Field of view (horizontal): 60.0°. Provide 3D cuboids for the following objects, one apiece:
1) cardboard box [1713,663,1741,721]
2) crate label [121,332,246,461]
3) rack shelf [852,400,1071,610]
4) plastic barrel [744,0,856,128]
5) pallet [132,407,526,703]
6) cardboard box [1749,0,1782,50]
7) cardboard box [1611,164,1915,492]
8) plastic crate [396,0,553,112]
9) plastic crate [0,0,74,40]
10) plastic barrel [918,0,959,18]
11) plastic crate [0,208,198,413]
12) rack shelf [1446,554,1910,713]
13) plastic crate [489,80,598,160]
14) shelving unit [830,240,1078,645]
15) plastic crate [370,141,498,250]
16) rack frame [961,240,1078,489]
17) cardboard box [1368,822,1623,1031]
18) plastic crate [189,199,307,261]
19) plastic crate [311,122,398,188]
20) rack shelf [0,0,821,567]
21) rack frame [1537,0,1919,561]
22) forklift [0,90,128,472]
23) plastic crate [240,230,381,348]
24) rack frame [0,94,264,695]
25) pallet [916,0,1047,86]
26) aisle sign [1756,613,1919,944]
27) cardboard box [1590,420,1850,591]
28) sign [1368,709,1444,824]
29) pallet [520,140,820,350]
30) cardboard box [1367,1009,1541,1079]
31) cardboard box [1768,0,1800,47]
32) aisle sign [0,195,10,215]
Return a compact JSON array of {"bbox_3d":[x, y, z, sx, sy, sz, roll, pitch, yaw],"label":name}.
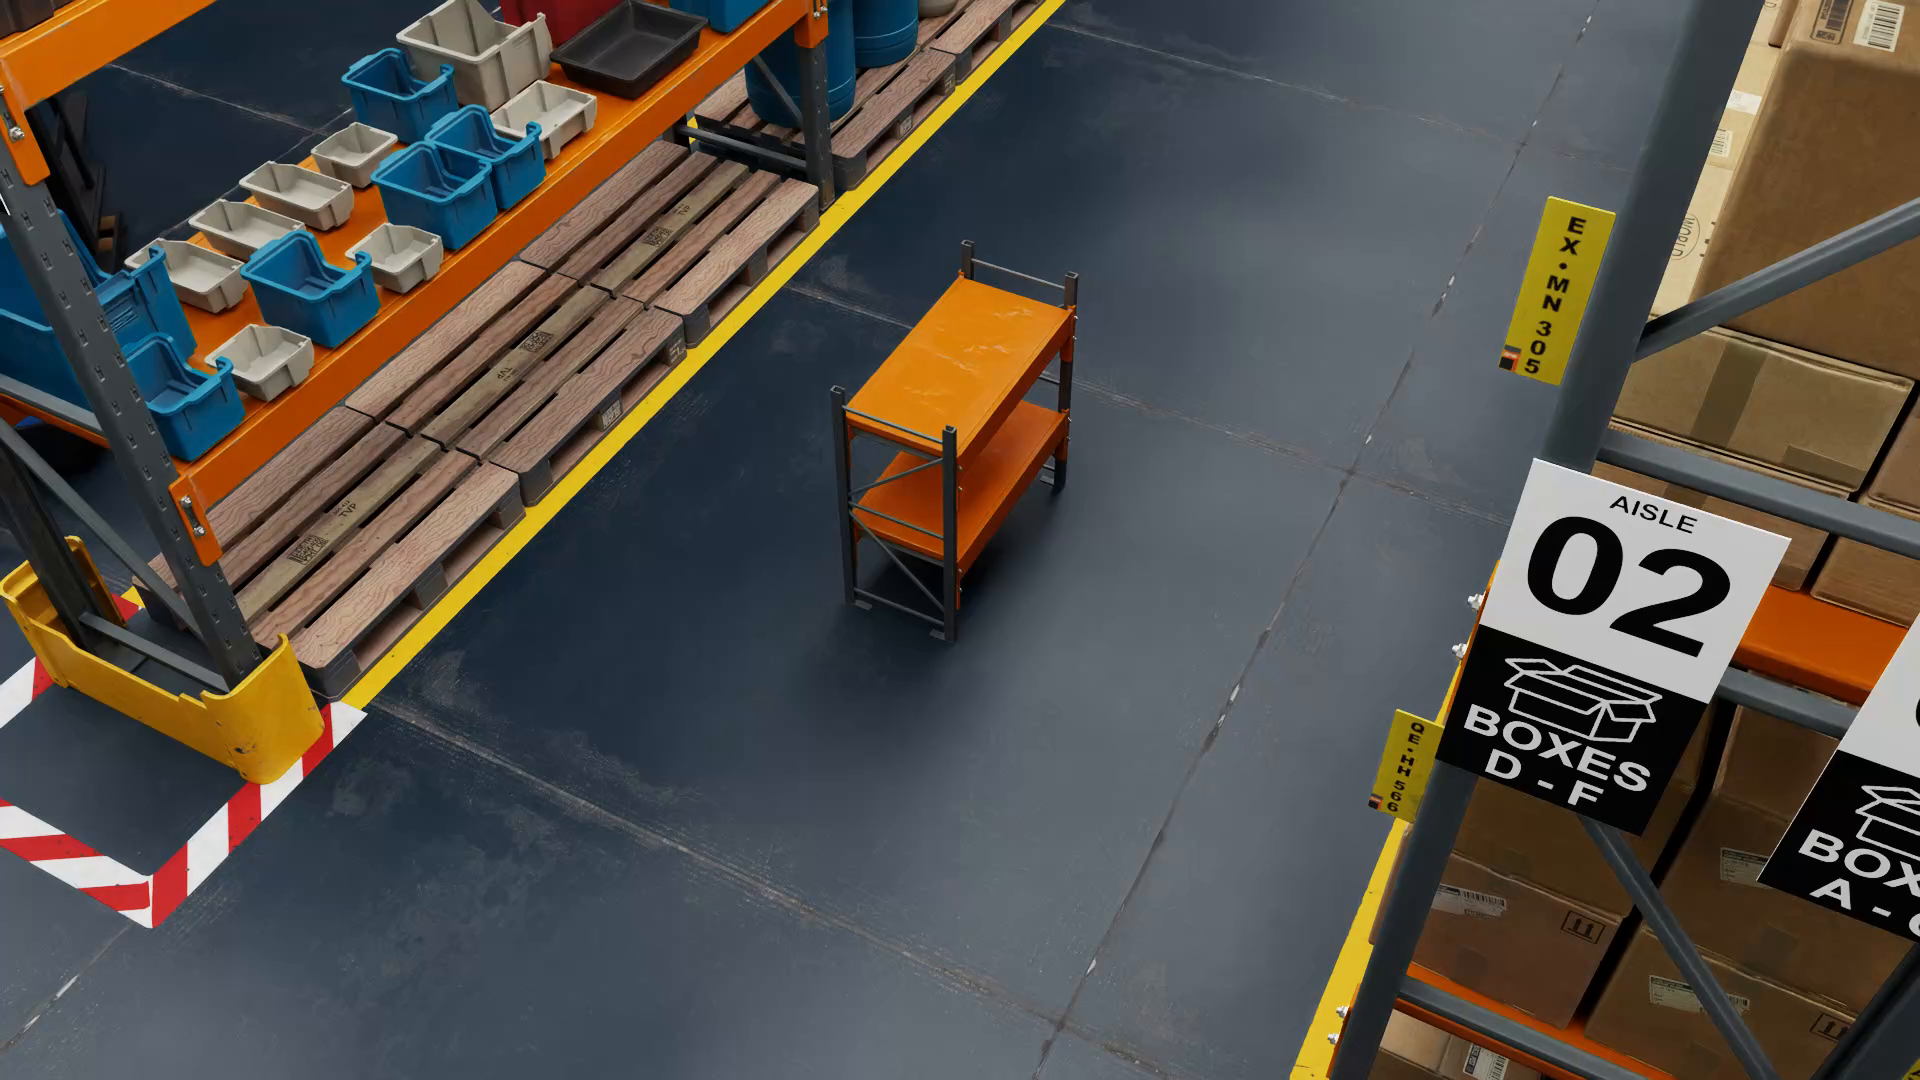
[{"bbox_3d":[2.074,0.272,3.878,0.500,0.500,0.500,21,49,19],"label":"cardboard box"},{"bbox_3d":[-2.581,-0.464,5.455,0.416,0.233,0.303,20,49,19],"label":"crate label"},{"bbox_3d":[-0.003,-0.219,6.800,0.538,0.278,1.000,20,49,19],"label":"rack shelf"},{"bbox_3d":[-0.863,-2.722,8.791,0.600,0.901,0.708,20,49,19],"label":"plastic barrel"},{"bbox_3d":[-2.570,0.019,6.863,1.003,0.211,1.213,20,49,19],"label":"pallet"},{"bbox_3d":[1.878,-1.031,3.585,0.500,0.250,0.500,20,49,19],"label":"cardboard box"},{"bbox_3d":[1.411,-0.402,2.963,0.500,0.250,0.500,20,49,19],"label":"cardboard box"},{"bbox_3d":[-2.002,-2.053,6.991,0.437,0.282,0.530,20,49,19],"label":"plastic crate"},{"bbox_3d":[-2.562,-1.614,4.499,0.497,0.269,0.590,20,49,19],"label":"plastic crate"},{"bbox_3d":[-0.193,-3.357,9.693,0.421,0.512,0.421,0,45,0],"label":"plastic barrel"},{"bbox_3d":[-2.997,-0.761,5.606,0.616,0.435,0.499,20,49,19],"label":"plastic crate"},{"bbox_3d":[2.327,-0.878,4.186,1.077,0.370,4.000,20,49,19],"label":"rack shelf"},{"bbox_3d":[-1.672,-1.707,6.751,0.293,0.136,0.466,20,49,19],"label":"plastic crate"},{"bbox_3d":[-0.003,-0.391,6.626,0.538,1.125,1.048,20,49,19],"label":"shelving unit"},{"bbox_3d":[-1.970,-1.293,6.274,0.416,0.233,0.300,20,49,19],"label":"plastic crate"},{"bbox_3d":[0.233,-0.711,6.942,0.500,1.125,0.032,20,49,19],"label":"rack frame"},{"bbox_3d":[1.365,0.776,4.084,0.500,0.500,0.500,22,49,20],"label":"cardboard box"},{"bbox_3d":[-2.622,-1.134,6.185,0.396,0.136,0.243,20,49,19],"label":"plastic crate"},{"bbox_3d":[-2.393,-1.510,6.557,0.298,0.136,0.250,20,49,19],"label":"plastic crate"},{"bbox_3d":[-2.059,-1.462,6.871,1.077,0.370,4.000,20,49,19],"label":"rack shelf"},{"bbox_3d":[1.398,-0.926,1.618,1.000,3.000,0.127,20,49,19],"label":"rack frame"},{"bbox_3d":[-4.713,-2.254,7.197,1.130,2.935,3.031,-12,47,-12],"label":"forklift"},{"bbox_3d":[-2.275,-0.878,5.865,0.416,0.233,0.300,20,49,19],"label":"plastic crate"},{"bbox_3d":[-2.987,-0.455,5.370,1.000,3.000,0.127,20,49,19],"label":"rack frame"},{"bbox_3d":[-0.170,-3.238,10.082,1.003,0.211,1.213,20,49,19],"label":"pallet"},{"bbox_3d":[1.627,0.409,2.689,0.394,0.787,0.004,20,49,19],"label":"aisle sign"},{"bbox_3d":[1.403,-0.229,3.144,0.500,0.250,0.500,20,49,19],"label":"cardboard box"},{"bbox_3d":[0.916,0.469,3.421,0.100,0.325,0.005,20,49,19],"label":"sign"},{"bbox_3d":[-1.437,-1.518,8.382,1.003,0.211,1.213,20,49,19],"label":"pallet"},{"bbox_3d":[1.433,1.483,4.903,0.500,0.500,0.500,20,49,19],"label":"cardboard box"},{"bbox_3d":[2.067,-1.224,3.249,0.700,0.500,0.500,20,49,19],"label":"cardboard box"},{"bbox_3d":[-2.757,-1.225,4.304,0.394,0.787,0.004,20,49,19],"label":"aisle sign"}]
